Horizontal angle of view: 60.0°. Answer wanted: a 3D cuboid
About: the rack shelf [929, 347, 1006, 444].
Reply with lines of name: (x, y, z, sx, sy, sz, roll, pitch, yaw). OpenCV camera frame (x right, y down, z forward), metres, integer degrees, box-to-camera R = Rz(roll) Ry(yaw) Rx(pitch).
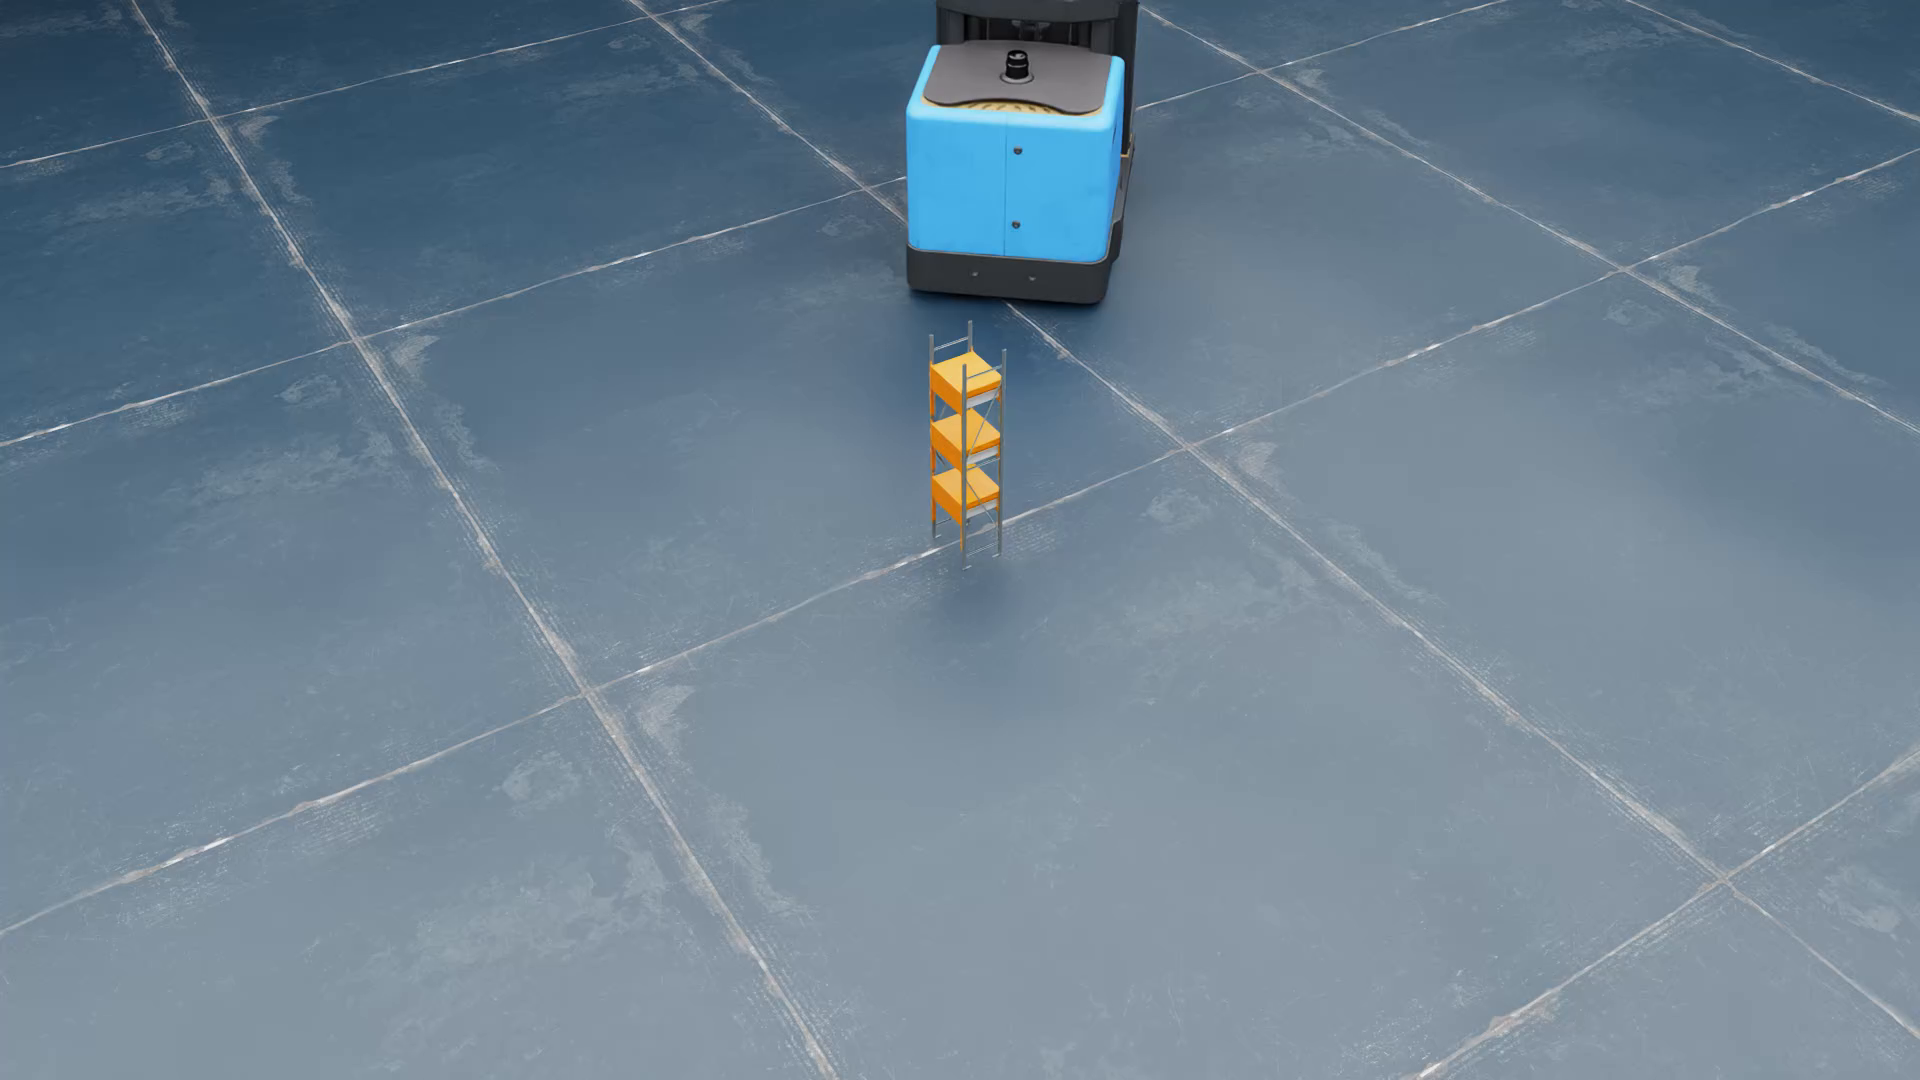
rack shelf: (0.029, -0.584, 6.704, 0.215, 0.259, 0.240, -22, 45, -24)

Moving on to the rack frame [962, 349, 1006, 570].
rack frame: (0.094, -0.309, 6.800, 0.200, 1.050, 0.008, -22, 45, -24)

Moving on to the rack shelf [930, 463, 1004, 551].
rack shelf: (0.029, -0.153, 7.064, 0.215, 0.259, 0.240, -22, 45, -24)

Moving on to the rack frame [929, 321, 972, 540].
rack frame: (-0.037, -0.440, 6.958, 0.200, 1.050, 0.008, -22, 45, -24)

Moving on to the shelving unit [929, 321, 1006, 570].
shelving unit: (0.029, -0.374, 6.879, 0.215, 1.050, 0.252, -22, 45, -24)

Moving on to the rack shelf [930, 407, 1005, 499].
rack shelf: (0.029, -0.366, 6.886, 0.215, 0.259, 0.240, -22, 45, -24)

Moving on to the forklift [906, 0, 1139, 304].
forklift: (0.452, -3.292, 8.911, 1.130, 2.935, 3.031, 6, 40, 7)
